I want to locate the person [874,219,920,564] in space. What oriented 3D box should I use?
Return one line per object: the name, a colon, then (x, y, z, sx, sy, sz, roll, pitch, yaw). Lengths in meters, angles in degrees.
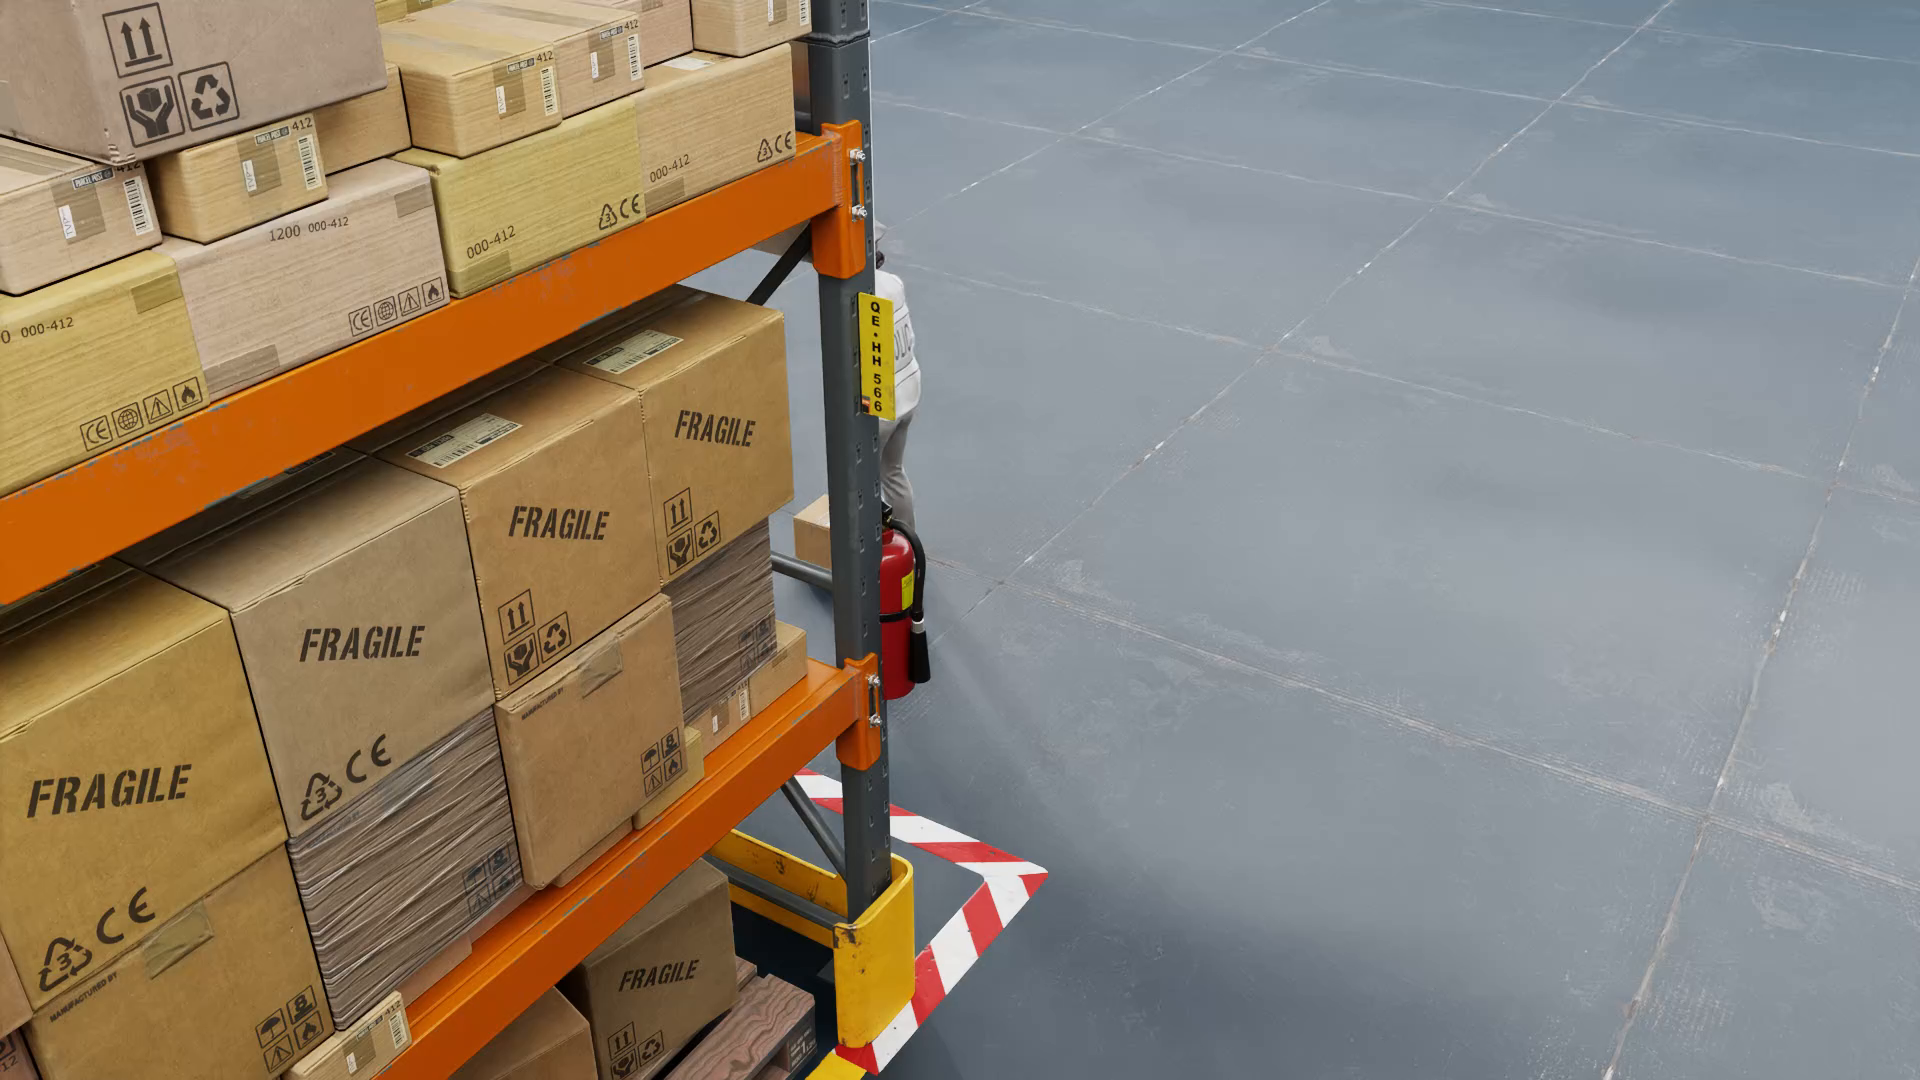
person: (-0.377, -0.560, 7.071, 0.372, 1.665, 0.543, 16, 34, 25)
